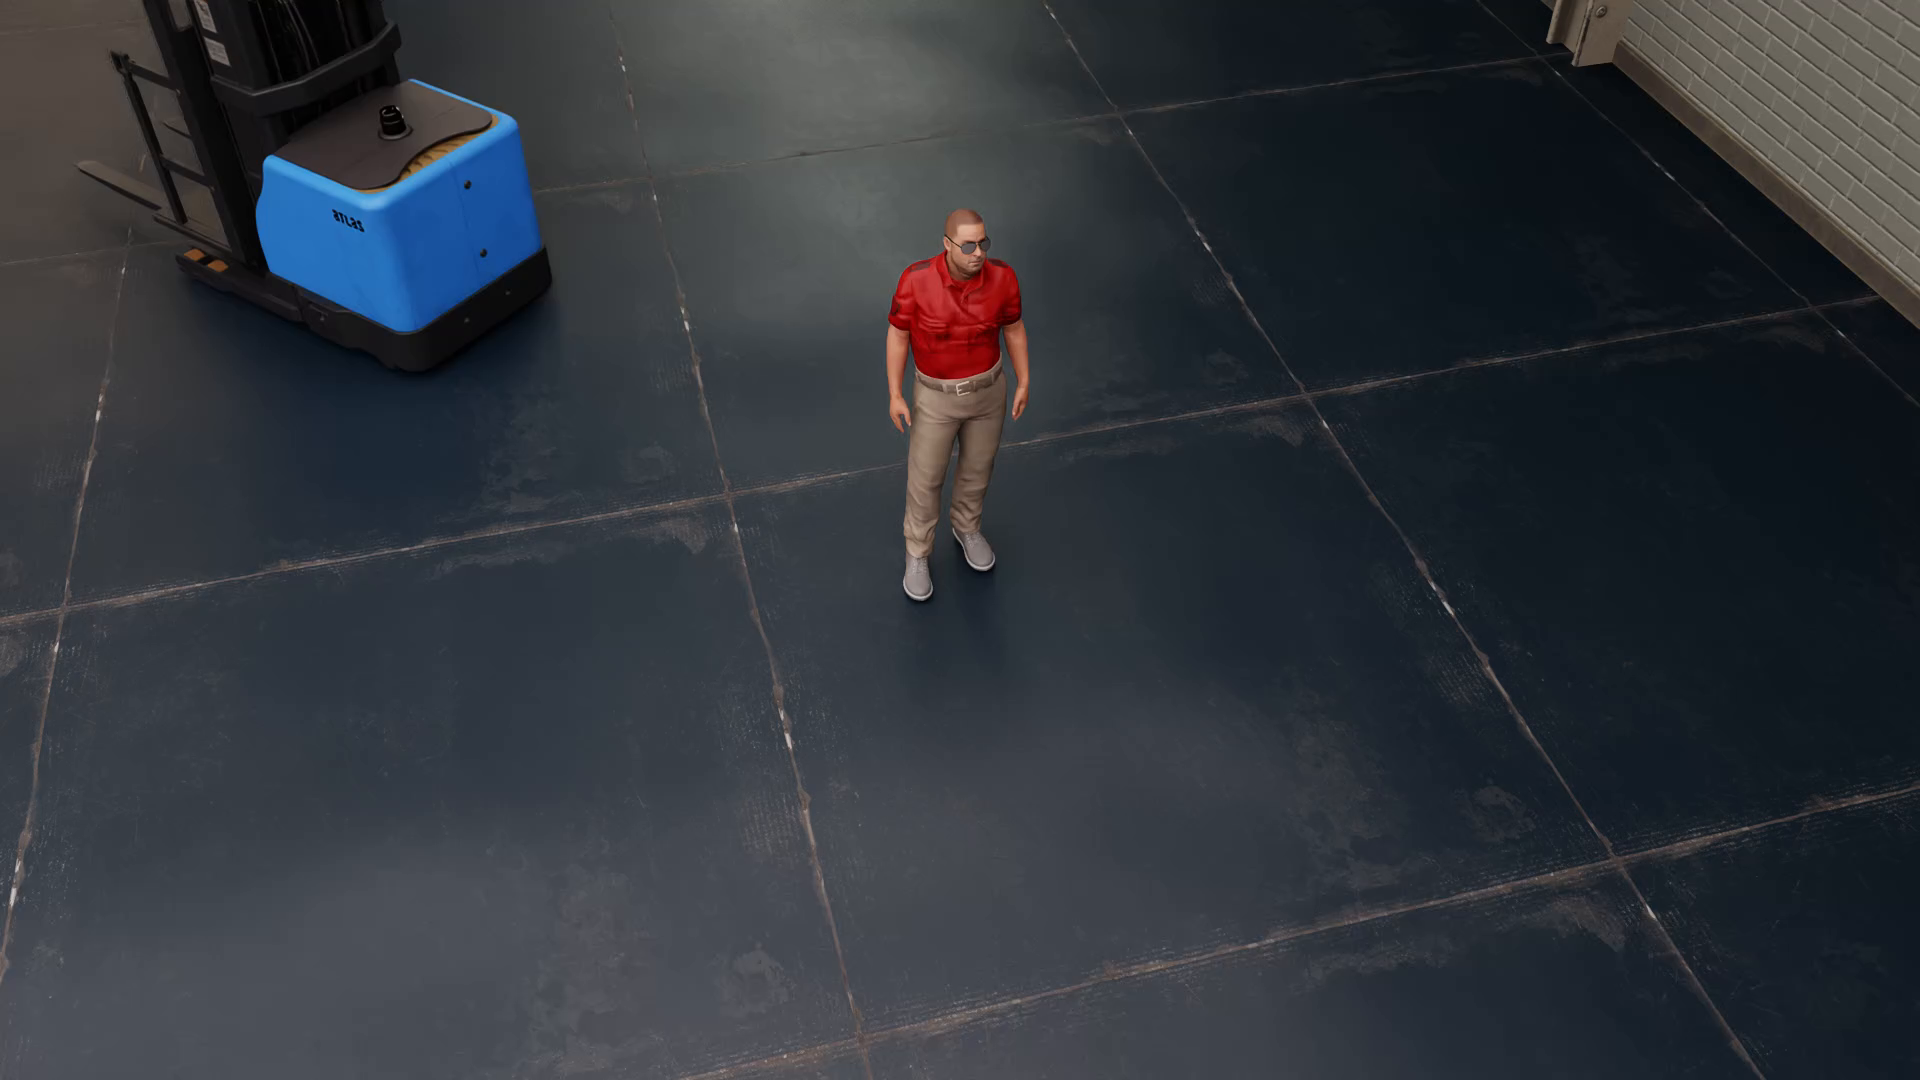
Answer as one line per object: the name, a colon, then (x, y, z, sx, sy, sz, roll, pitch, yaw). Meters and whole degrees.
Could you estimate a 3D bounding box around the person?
person: (0.012, -0.572, 7.114, 0.641, 1.727, 0.550, -10, 44, -11)

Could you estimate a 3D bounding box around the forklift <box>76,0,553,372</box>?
forklift: (-3.761, -2.728, 8.532, 3.031, 2.935, 1.130, 24, 49, 24)
